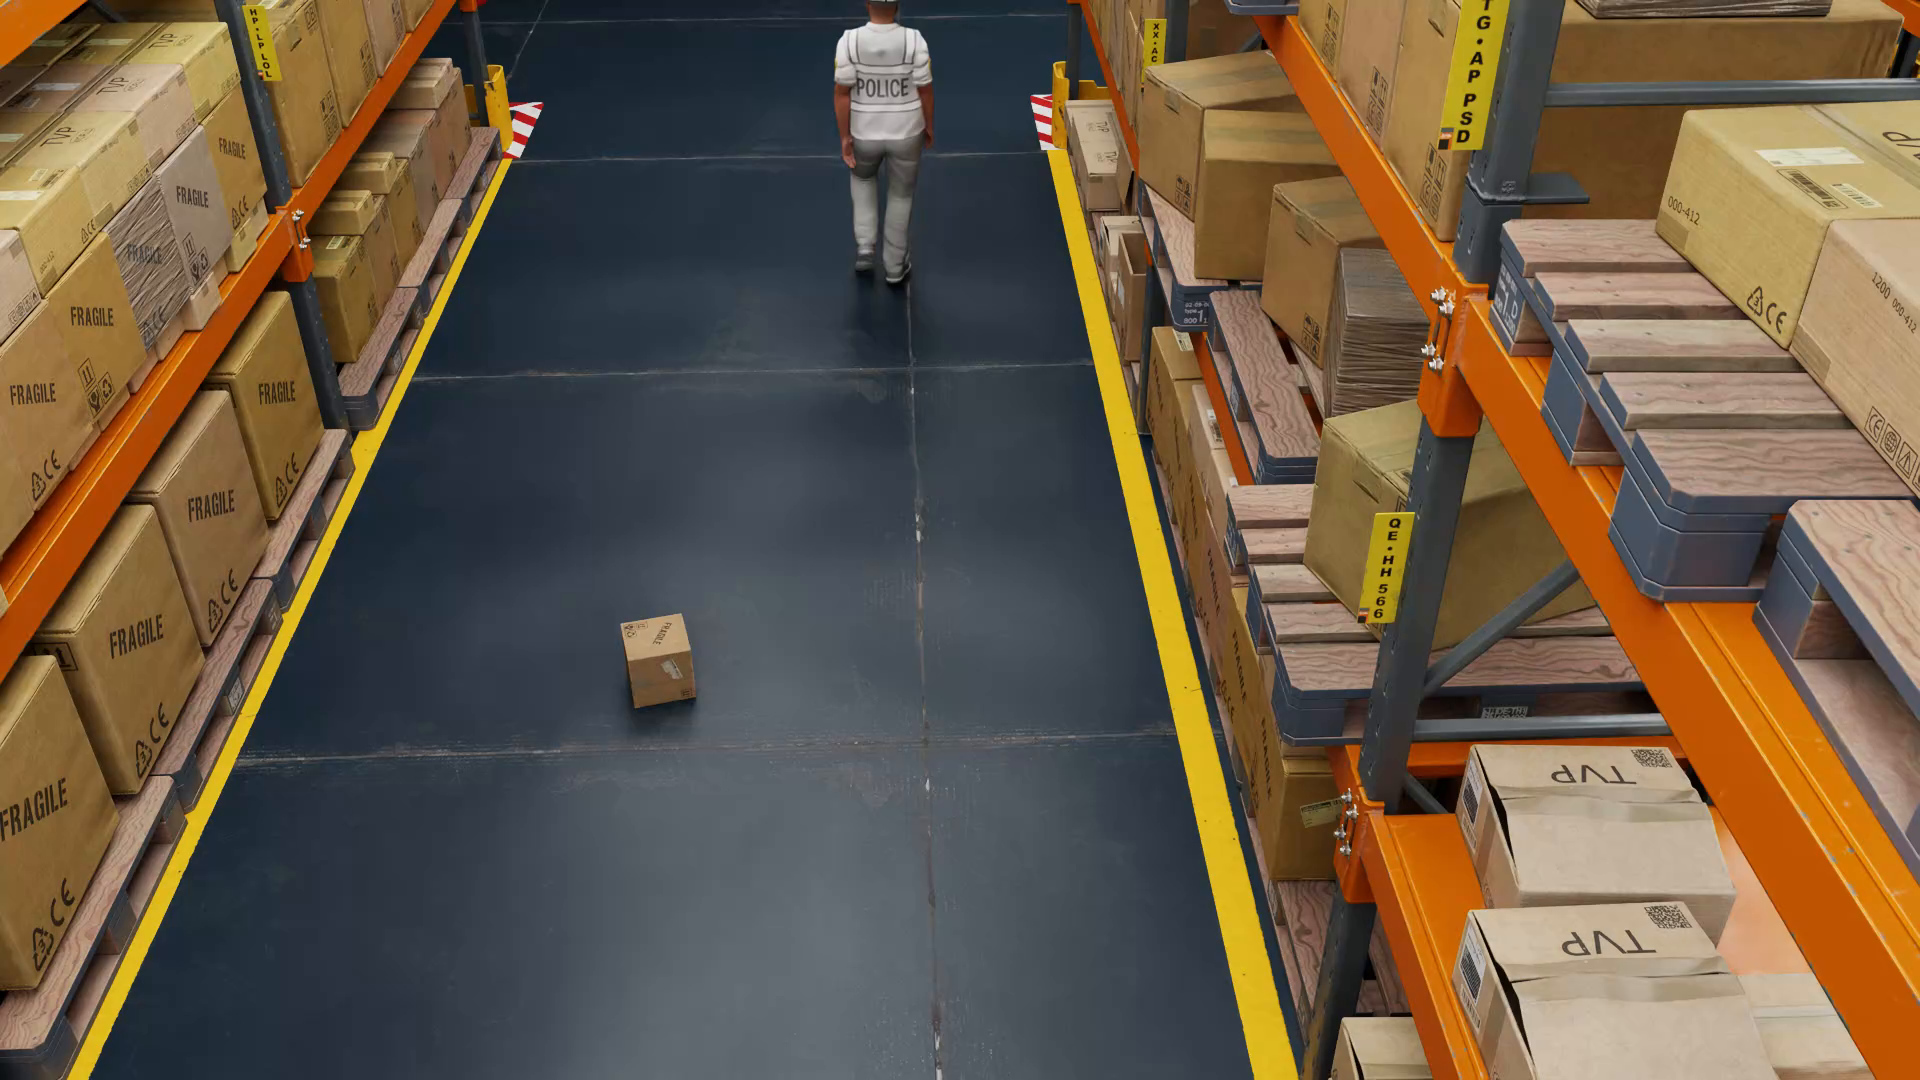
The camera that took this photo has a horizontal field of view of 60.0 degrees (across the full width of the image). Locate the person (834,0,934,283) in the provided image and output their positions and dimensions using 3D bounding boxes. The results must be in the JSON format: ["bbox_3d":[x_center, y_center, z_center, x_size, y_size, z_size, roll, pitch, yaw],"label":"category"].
[{"bbox_3d":[-0.417,-2.318,9.434,0.544,1.820,0.479,2,35,2],"label":"person"}]
